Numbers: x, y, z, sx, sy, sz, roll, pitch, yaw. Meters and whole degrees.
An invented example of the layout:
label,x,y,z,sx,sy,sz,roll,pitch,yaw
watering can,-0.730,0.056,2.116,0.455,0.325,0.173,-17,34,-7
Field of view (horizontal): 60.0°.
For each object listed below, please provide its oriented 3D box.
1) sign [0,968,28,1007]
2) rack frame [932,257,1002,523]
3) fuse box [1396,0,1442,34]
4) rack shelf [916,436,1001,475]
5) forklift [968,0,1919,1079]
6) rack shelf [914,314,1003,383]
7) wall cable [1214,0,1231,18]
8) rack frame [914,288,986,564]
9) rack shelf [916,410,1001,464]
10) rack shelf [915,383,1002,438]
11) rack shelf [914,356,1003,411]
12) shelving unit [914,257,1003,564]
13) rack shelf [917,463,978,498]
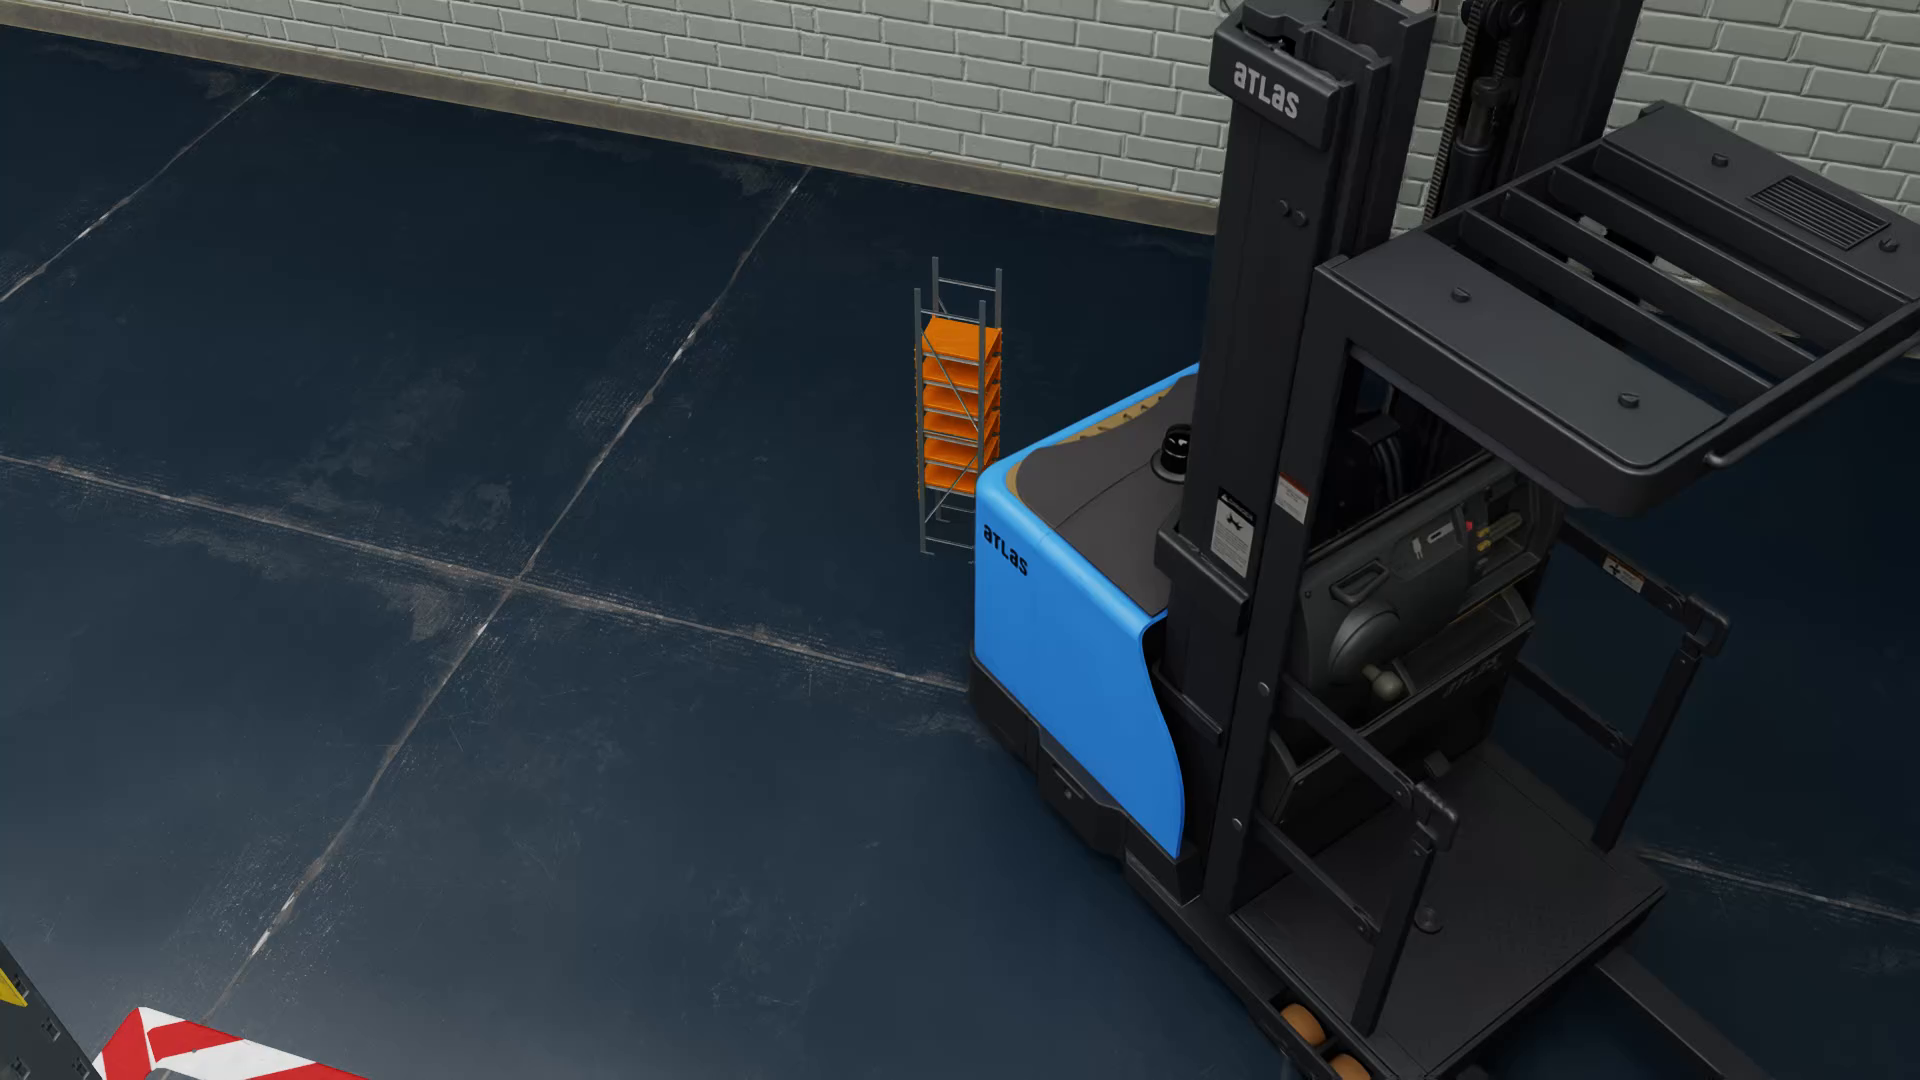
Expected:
label,x,y,z,sx,sy,sz,roll,pitch,yaw
sign,-1.504,0.602,2.493,0.100,0.325,0.005,13,46,13
rack frame,0.023,-0.480,5.883,0.240,1.200,0.006,13,46,12
fuse box,1.627,-1.785,6.850,0.539,1.711,0.414,13,46,13
rack shelf,-0.004,-0.302,5.936,0.258,0.103,0.180,13,46,12
forklift,1.303,0.146,4.005,1.130,2.935,3.031,-27,51,-25
rack shelf,-0.004,-0.645,5.600,0.258,0.103,0.180,13,46,12
wall cable,1.024,-2.858,6.299,0.588,1.984,0.122,13,46,13
rack frame,-0.032,-0.358,5.758,0.240,1.200,0.006,13,46,12
rack shelf,-0.004,-0.387,5.852,0.258,0.103,0.180,13,46,12
rack shelf,-0.004,-0.473,5.768,0.258,0.103,0.180,13,46,12
rack shelf,-0.004,-0.559,5.684,0.258,0.103,0.180,13,46,12
shelving unit,-0.004,-0.419,5.821,0.258,1.200,0.189,13,46,12
rack shelf,-0.004,-0.216,6.019,0.258,0.103,0.180,13,46,12
